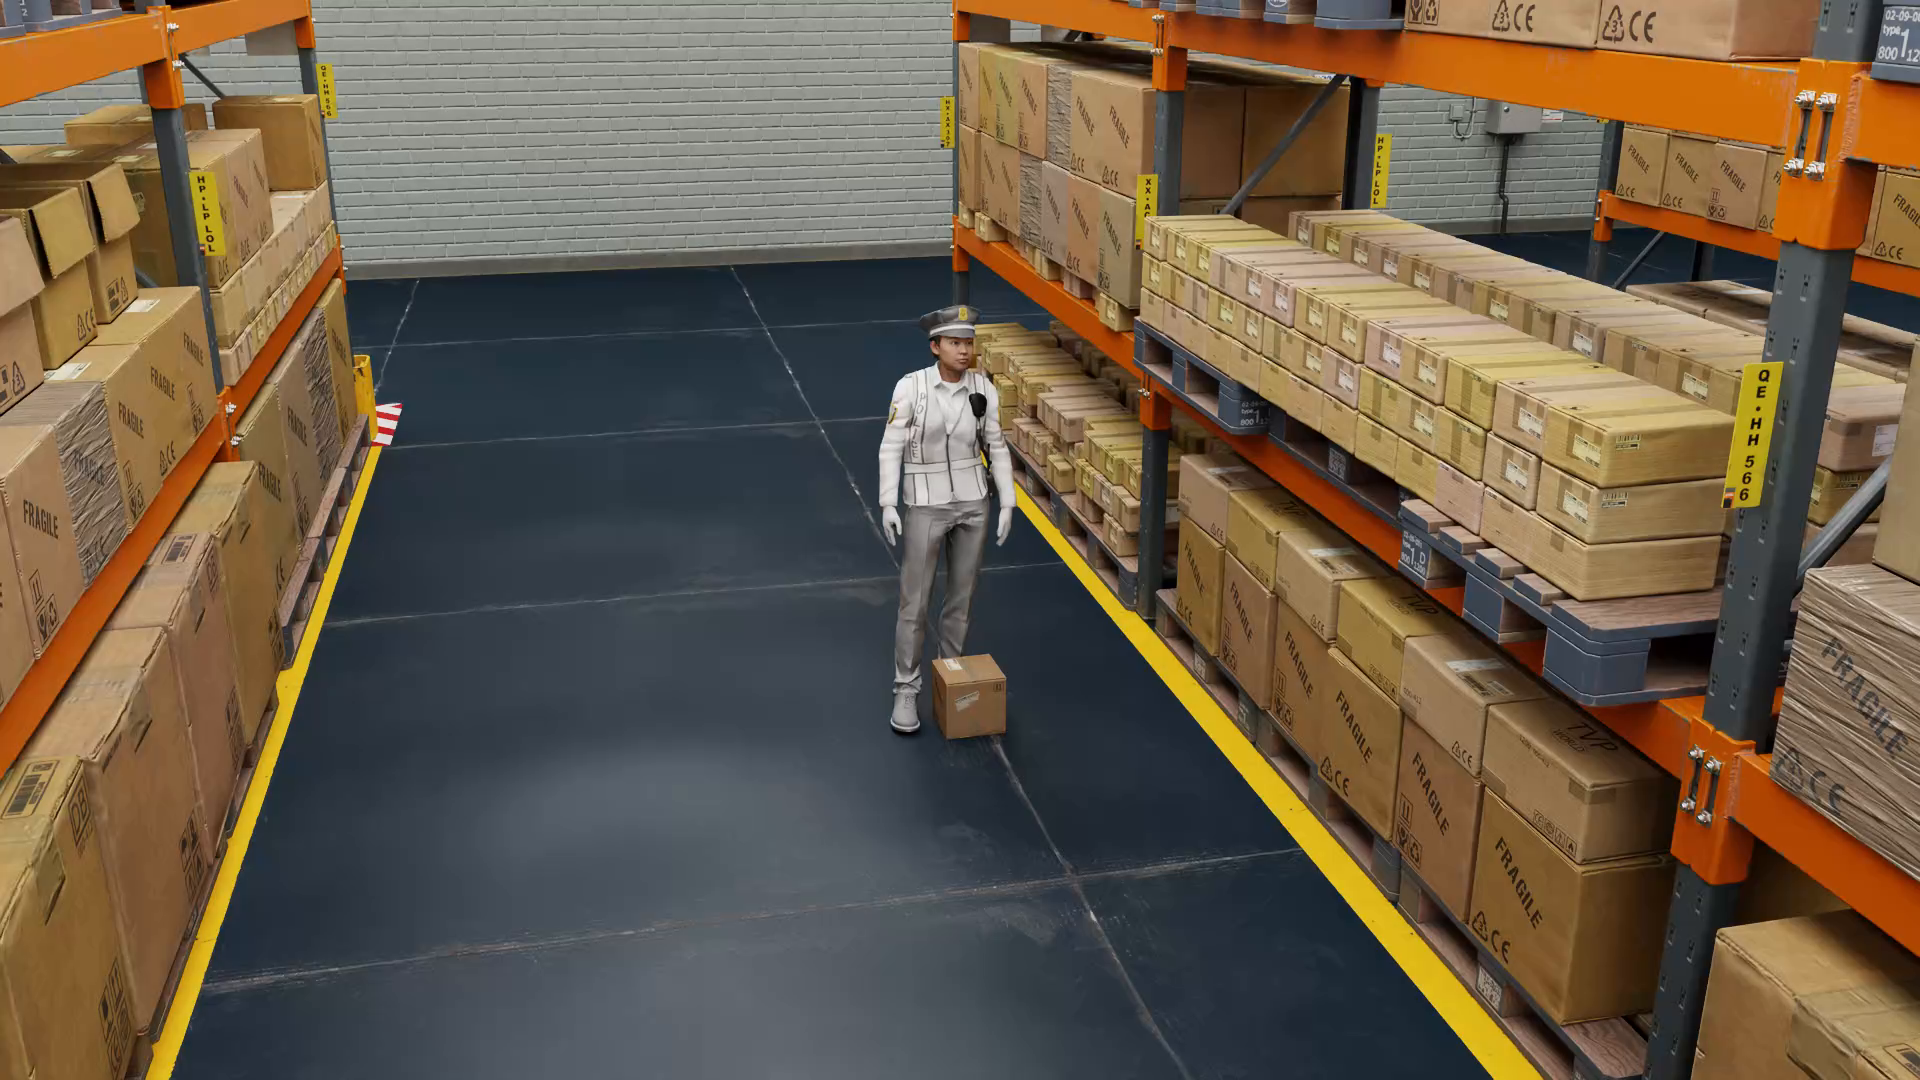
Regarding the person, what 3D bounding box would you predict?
[{"bbox_3d":[-0.041,-0.108,6.796,0.586,1.694,0.532,-5,20,-13],"label":"person"}]
